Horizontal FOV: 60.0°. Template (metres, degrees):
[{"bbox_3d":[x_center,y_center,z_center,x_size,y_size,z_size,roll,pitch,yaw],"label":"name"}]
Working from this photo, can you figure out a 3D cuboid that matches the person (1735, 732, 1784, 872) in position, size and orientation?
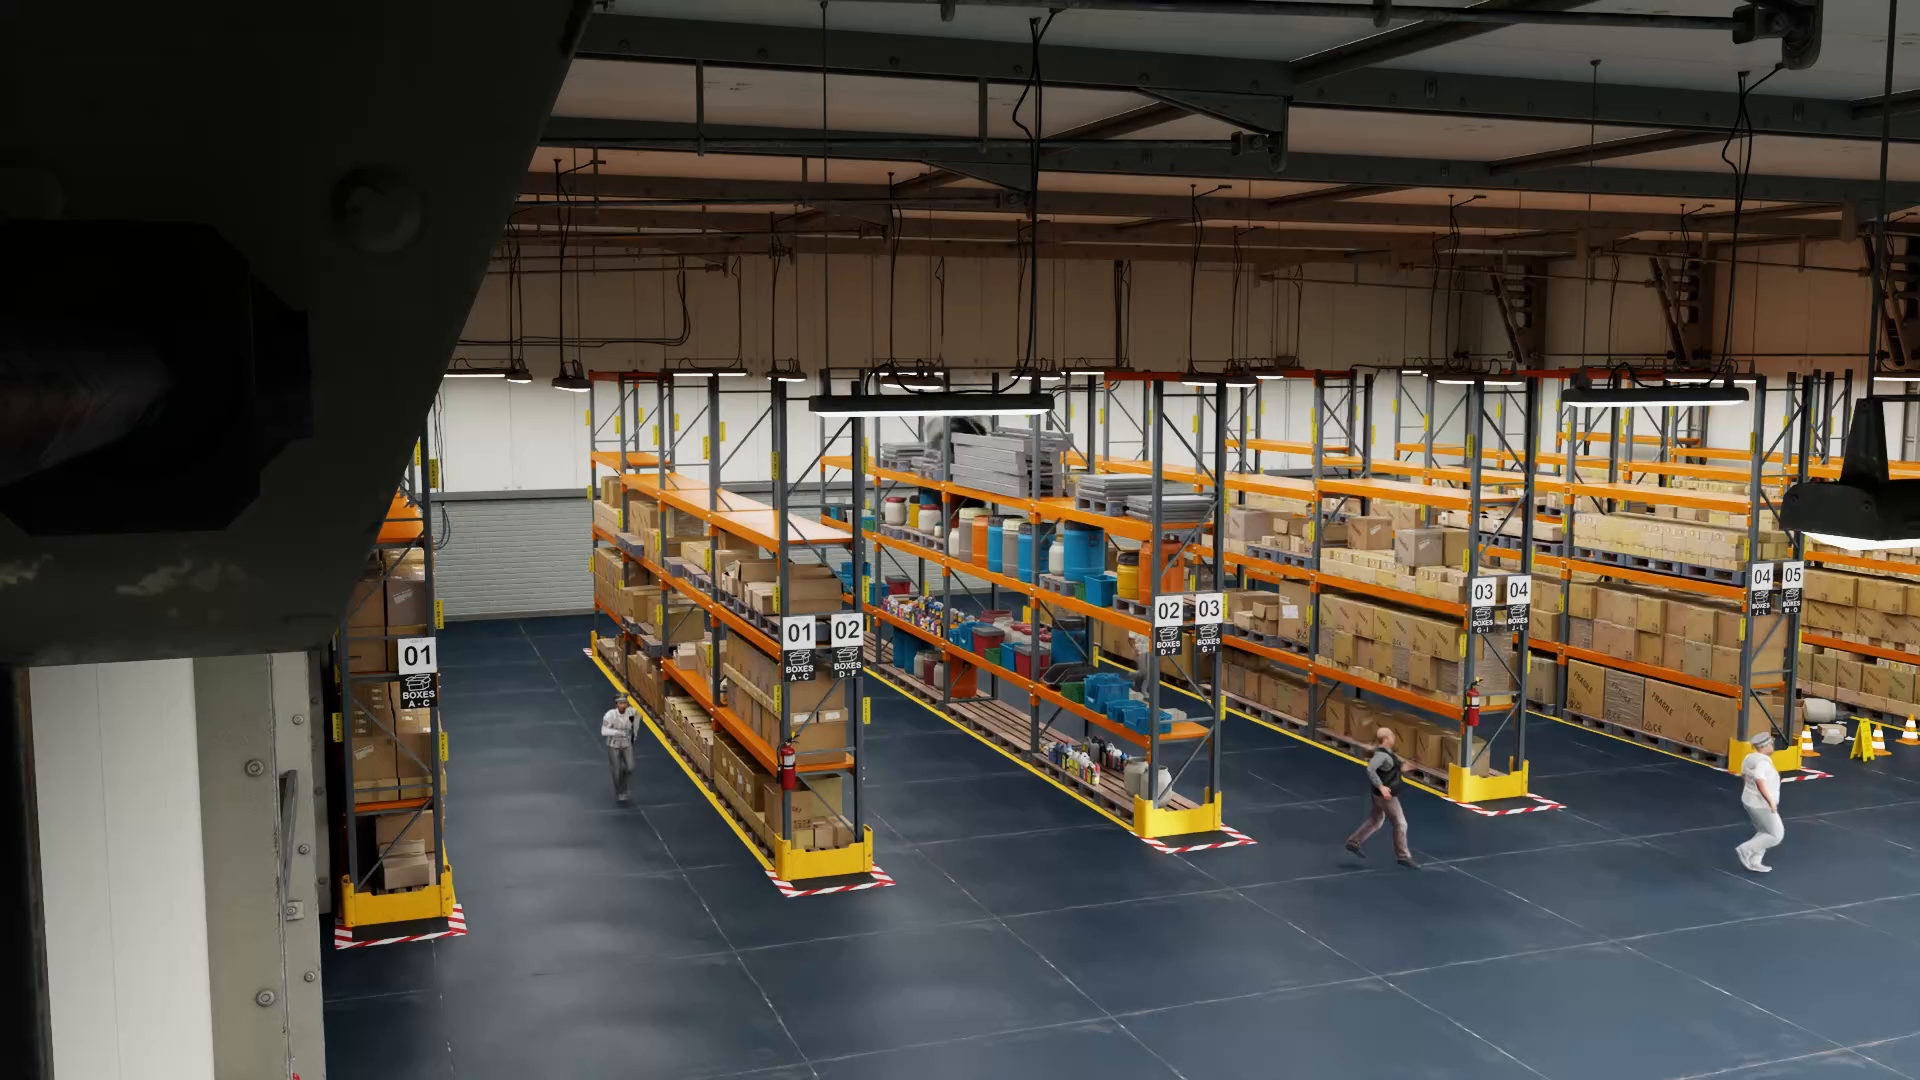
[{"bbox_3d":[9.754,3.207,20.313,0.549,1.749,0.672,1,6,6],"label":"person"}]

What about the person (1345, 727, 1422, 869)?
[{"bbox_3d":[5.241,3.169,20.522,0.921,1.735,0.644,1,6,6],"label":"person"}]

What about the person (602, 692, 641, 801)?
[{"bbox_3d":[-4.740,2.909,23.389,0.602,1.619,0.730,-3,7,-22],"label":"person"}]

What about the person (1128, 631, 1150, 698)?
[{"bbox_3d":[3.391,2.077,30.919,0.582,1.660,0.578,-3,7,-26],"label":"person"}]
